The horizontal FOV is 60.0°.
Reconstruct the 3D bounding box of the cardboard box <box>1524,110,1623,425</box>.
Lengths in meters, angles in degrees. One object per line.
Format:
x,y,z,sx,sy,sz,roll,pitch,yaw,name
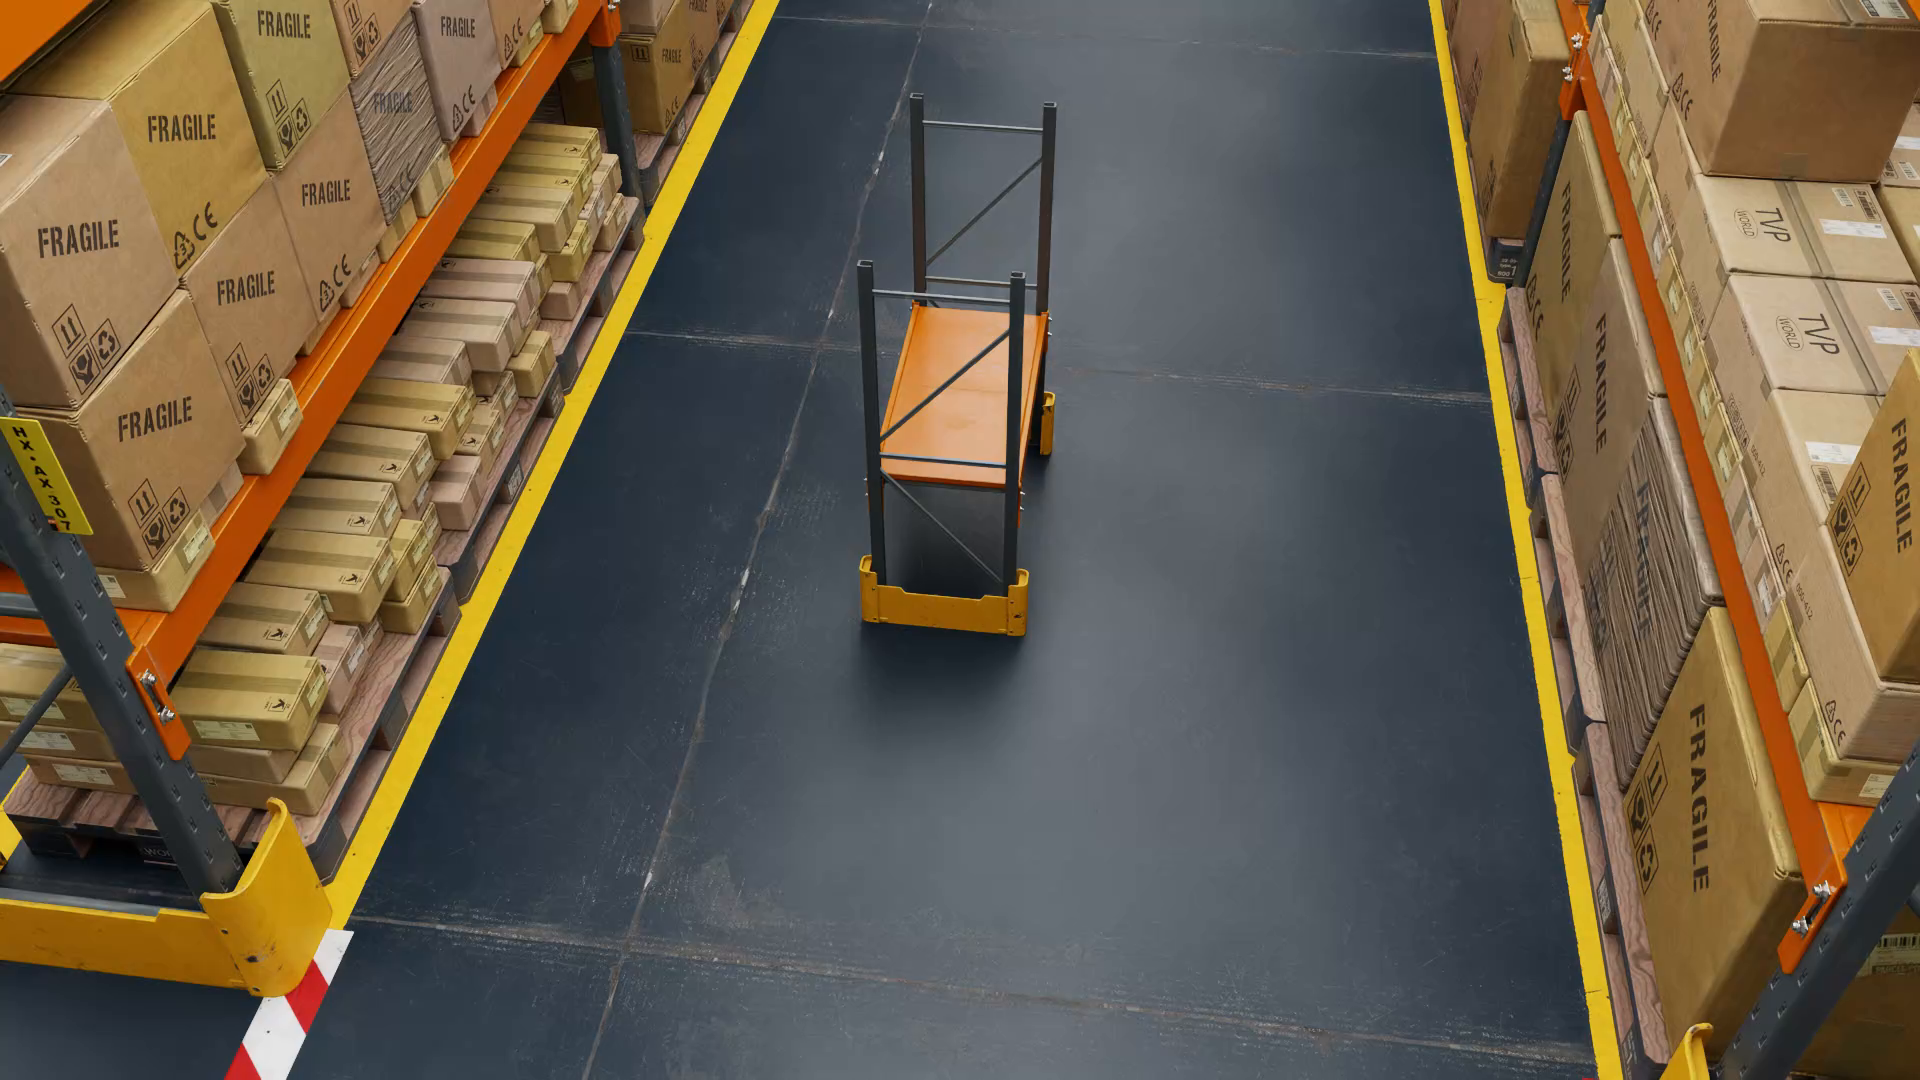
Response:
2.756,-1.014,6.379,0.875,0.875,0.875,5,44,6,cardboard box

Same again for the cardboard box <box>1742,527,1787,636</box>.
2.182,0.120,4.124,0.380,0.149,0.250,5,44,6,cardboard box

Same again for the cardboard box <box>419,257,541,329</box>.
-1.846,-0.952,6.409,0.380,0.149,0.250,3,44,3,cardboard box

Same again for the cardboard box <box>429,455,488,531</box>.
-1.942,-0.179,6.025,0.380,0.149,0.250,3,44,3,cardboard box

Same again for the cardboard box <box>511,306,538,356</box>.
-1.893,-0.870,6.539,0.380,0.149,0.250,6,44,7,cardboard box

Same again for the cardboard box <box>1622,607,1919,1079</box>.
2.399,0.826,4.436,0.875,0.875,0.875,5,44,6,cardboard box

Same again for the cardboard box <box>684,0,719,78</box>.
-1.552,-2.680,8.412,0.500,0.500,0.500,7,44,7,cardboard box

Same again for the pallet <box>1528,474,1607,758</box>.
2.586,0.282,5.799,1.003,0.211,1.213,5,44,6,pallet

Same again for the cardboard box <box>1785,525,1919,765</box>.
2.195,0.242,3.705,0.500,0.250,0.500,5,44,5,cardboard box

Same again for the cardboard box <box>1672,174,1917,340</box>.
2.394,-0.805,4.812,0.500,0.250,0.500,5,44,6,cardboard box

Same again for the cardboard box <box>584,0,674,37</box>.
-1.621,-2.592,7.773,0.500,0.250,0.500,3,44,4,cardboard box

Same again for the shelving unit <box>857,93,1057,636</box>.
0.010,-0.597,5.789,0.587,1.500,1.083,5,44,6,shelving unit

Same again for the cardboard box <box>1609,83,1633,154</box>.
2.485,-1.454,5.787,0.380,0.149,0.250,7,44,7,cardboard box

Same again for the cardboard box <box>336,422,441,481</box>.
-2.072,-0.328,5.966,0.380,0.149,0.250,7,44,8,cardboard box

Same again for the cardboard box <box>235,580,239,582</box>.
-2.573,0.110,5.721,0.380,0.149,0.250,6,44,6,cardboard box

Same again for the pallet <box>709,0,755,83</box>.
-1.720,-2.947,9.209,1.003,0.211,1.213,5,44,6,pallet

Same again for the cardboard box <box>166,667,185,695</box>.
-2.635,0.346,5.254,0.380,0.149,0.250,4,44,5,cardboard box

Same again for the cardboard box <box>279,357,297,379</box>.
-2.162,-0.514,4.794,0.380,0.149,0.250,7,44,7,cardboard box

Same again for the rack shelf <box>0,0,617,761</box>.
-2.245,-0.971,5.617,1.077,0.370,4.000,5,44,6,rack shelf

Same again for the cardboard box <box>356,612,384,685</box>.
-2.143,0.330,5.488,0.380,0.149,0.250,6,44,6,cardboard box

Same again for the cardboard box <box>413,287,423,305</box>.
-2.325,-1.069,6.749,0.380,0.149,0.250,3,44,3,cardboard box

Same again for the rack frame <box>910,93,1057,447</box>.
0.078,-0.949,6.162,0.500,1.500,0.032,5,44,6,rack frame

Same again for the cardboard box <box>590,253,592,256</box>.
-1.812,-1.245,7.151,0.380,0.149,0.250,6,44,7,cardboard box

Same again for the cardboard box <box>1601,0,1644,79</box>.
2.601,-1.833,5.897,0.500,0.250,0.500,5,44,5,cardboard box

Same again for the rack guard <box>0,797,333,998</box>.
-2.499,0.987,4.844,1.175,0.500,0.348,5,44,6,rack guard

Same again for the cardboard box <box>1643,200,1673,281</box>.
2.383,-0.930,5.233,0.380,0.149,0.250,6,44,6,cardboard box

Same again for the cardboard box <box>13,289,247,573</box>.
-2.176,-0.294,4.090,0.500,0.500,0.500,7,44,7,cardboard box

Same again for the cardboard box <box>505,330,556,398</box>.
-1.831,-0.709,6.585,0.380,0.149,0.250,5,44,5,cardboard box

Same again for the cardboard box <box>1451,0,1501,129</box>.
3.105,-2.504,7.952,1.225,0.875,0.875,4,44,4,cardboard box

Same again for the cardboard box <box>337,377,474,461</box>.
-1.949,-0.428,5.855,0.380,0.149,0.250,6,44,6,cardboard box

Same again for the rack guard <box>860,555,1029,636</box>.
-0.056,0.197,5.860,0.587,0.250,0.087,5,44,6,rack guard

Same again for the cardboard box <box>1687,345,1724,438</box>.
2.282,-0.404,4.678,0.380,0.149,0.250,5,44,6,cardboard box

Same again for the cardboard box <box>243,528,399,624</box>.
-2.026,0.112,5.285,0.380,0.149,0.250,5,44,5,cardboard box

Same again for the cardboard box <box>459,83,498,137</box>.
-1.872,-1.565,5.904,0.380,0.149,0.250,4,44,4,cardboard box

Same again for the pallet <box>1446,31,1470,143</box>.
3.109,-2.430,8.662,1.003,0.211,1.213,5,44,6,pallet

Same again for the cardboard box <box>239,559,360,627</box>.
-2.149,0.215,5.393,0.380,0.149,0.250,6,44,6,cardboard box

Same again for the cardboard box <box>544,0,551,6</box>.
-1.764,-2.384,6.297,0.500,0.500,0.500,5,44,6,cardboard box

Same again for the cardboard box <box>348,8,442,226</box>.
-1.992,-1.342,5.197,0.500,0.500,0.500,4,44,4,cardboard box

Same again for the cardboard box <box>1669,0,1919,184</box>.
2.469,-1.408,4.903,0.500,0.500,0.500,4,44,4,cardboard box

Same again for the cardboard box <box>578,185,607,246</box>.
-1.730,-1.392,7.090,0.380,0.149,0.250,3,44,4,cardboard box

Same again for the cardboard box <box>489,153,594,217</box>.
-1.764,-1.485,6.972,0.380,0.149,0.250,6,44,6,cardboard box

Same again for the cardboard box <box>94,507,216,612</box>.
-2.142,0.031,4.218,0.380,0.149,0.250,5,44,5,cardboard box

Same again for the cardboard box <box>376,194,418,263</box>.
-1.986,-1.037,5.346,0.380,0.149,0.250,7,44,7,cardboard box

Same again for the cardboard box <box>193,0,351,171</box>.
-2.036,-1.355,4.484,0.500,0.500,0.500,4,44,5,cardboard box

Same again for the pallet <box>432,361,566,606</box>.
-2.193,-0.288,6.401,1.003,0.211,1.213,5,44,6,pallet

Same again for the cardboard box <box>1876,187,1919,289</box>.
2.921,-0.759,4.762,0.500,0.250,0.500,4,44,5,cardboard box

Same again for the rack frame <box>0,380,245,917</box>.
-2.509,0.131,3.930,1.000,3.000,0.127,5,44,6,rack frame
